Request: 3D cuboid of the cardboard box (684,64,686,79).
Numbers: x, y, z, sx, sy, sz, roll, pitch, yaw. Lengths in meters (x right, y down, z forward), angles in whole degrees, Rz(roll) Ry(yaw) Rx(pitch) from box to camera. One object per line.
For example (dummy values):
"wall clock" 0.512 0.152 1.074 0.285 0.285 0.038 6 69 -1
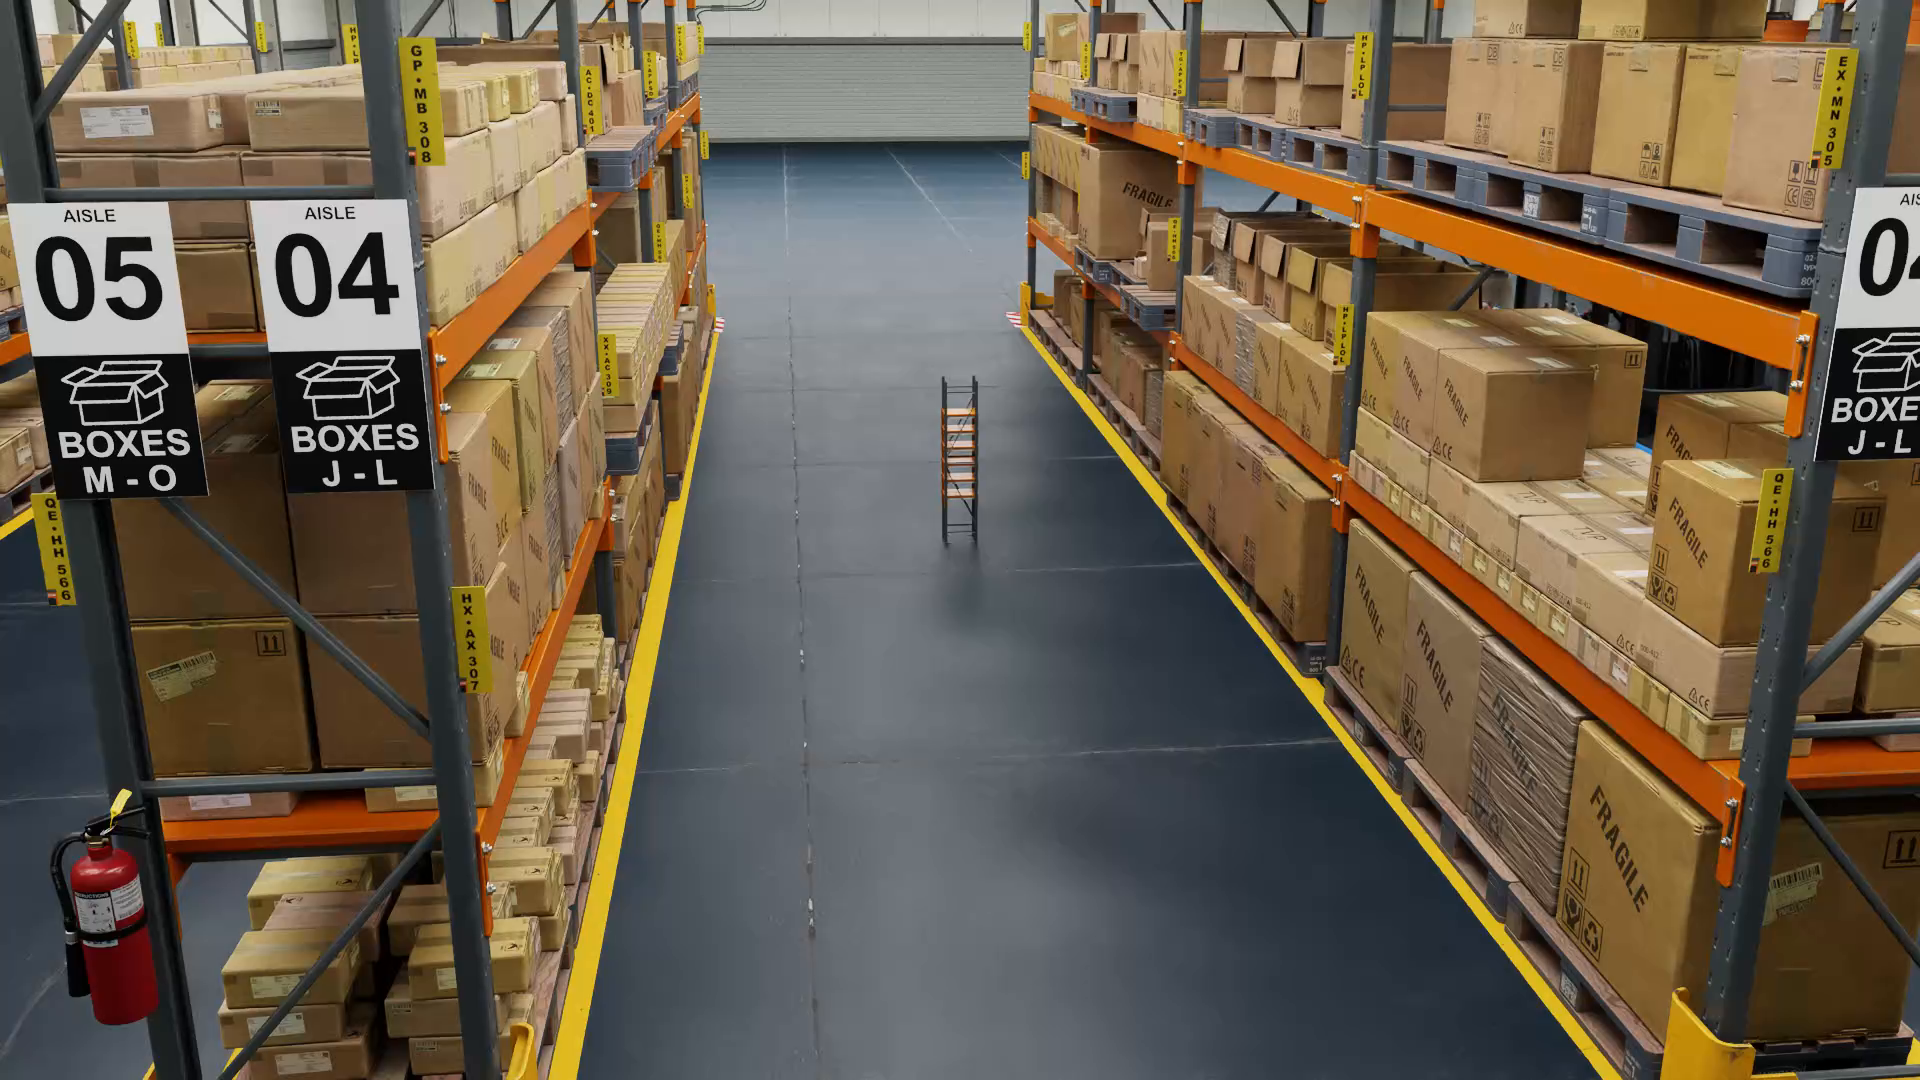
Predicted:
"cardboard box" -2.940 -4.686 16.637 0.380 0.149 0.250 -2 18 -6

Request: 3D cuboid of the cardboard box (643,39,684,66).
"cardboard box" -2.960 -4.760 16.208 0.500 0.250 0.500 -2 18 -5

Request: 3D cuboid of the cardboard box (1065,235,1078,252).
"cardboard box" 1.323 -3.136 17.578 0.380 0.149 0.250 -2 18 -6

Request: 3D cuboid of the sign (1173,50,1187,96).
"sign" 1.629 -3.449 12.284 0.100 0.325 0.005 -2 18 -6

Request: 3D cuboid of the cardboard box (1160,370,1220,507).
"cardboard box" 2.219 -0.768 12.460 1.225 0.875 0.875 -3 18 -8

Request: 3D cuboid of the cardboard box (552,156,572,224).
"cardboard box" -2.004 -1.545 7.333 0.500 0.250 0.500 -2 18 -6

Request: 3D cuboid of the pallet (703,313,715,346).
"pallet" -3.440 -2.481 19.728 1.003 0.211 1.213 -2 18 -6

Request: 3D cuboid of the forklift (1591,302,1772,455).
"forklift" 4.661 -1.250 11.266 1.130 2.935 3.031 -2 18 -7

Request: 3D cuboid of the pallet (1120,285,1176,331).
"pallet" 1.989 -1.905 13.556 1.213 0.211 1.003 -2 18 -6

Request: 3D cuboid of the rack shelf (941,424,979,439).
"rack shelf" -0.001 -0.763 11.953 0.258 0.103 0.180 -2 18 -6

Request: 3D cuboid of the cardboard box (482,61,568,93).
"cardboard box" -2.058 -2.176 7.842 0.380 0.149 0.250 -3 18 -8

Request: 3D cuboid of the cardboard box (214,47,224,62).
"cardboard box" -8.177 -5.234 17.921 0.380 0.149 0.250 -2 18 -5

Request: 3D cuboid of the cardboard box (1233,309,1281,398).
"cardboard box" 2.110 -1.226 10.909 0.500 0.500 0.500 -2 18 -5

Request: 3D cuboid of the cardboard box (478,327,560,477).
"cardboard box" -1.878 -0.547 6.578 0.500 0.500 0.500 -2 18 -7

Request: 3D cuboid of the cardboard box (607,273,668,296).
"cardboard box" -2.218 -1.744 11.448 0.380 0.149 0.250 -1 17 -4

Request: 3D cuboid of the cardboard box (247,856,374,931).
"cardboard box" -2.379 1.296 6.107 0.380 0.149 0.250 -2 18 -7

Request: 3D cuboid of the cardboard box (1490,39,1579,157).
"cardboard box" 2.773 -1.931 7.276 0.700 0.500 0.500 -1 17 -3

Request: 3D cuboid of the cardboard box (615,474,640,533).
"cardboard box" -2.234 -0.225 10.105 0.500 0.250 0.500 -1 17 -4

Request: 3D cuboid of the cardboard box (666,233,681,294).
"cardboard box" -2.764 -2.455 14.823 0.500 0.500 0.500 -2 17 -5

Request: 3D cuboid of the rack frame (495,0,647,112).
"rack frame" -2.775 -4.526 11.571 1.000 3.000 0.127 -2 18 -6

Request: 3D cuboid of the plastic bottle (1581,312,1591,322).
"plastic bottle" 6.869 -2.327 18.269 0.144 0.351 0.185 -2 18 -6

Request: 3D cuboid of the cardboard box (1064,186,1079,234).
"cardboard box" 1.603 -3.600 17.974 0.875 0.500 0.500 -2 18 -6

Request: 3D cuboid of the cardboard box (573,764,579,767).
"cardboard box" -1.955 0.942 7.730 0.380 0.149 0.250 -1 17 -4

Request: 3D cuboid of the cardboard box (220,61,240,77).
"cardboard box" -8.156 -5.071 18.069 0.500 0.250 0.500 -2 18 -6

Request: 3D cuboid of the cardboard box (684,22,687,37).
"cardboard box" -2.994 -5.218 17.003 0.380 0.149 0.250 -2 17 -5

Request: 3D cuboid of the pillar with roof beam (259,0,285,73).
"pillar with roof beam" -12.468 -13.620 40.538 9.100 9.000 0.400 -2 18 -6

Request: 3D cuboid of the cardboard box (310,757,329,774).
"cardboard box" -2.253 0.676 5.436 0.380 0.149 0.250 -2 18 -6

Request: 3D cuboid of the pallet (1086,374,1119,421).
"pallet" 1.838 -1.417 16.337 1.003 0.211 1.213 -2 18 -6

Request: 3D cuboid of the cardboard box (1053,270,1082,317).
"cardboard box" 1.391 -2.992 20.171 0.500 0.500 0.500 1 17 5

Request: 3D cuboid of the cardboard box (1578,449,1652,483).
"cardboard box" 2.996 -0.236 7.675 0.500 0.250 0.500 -1 17 -5

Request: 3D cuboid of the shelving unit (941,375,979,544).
"shelving unit" -0.001 -0.577 12.011 0.258 1.200 0.189 -2 18 -6

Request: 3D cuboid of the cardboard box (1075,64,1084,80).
"cardboard box" 1.387 -4.771 16.943 0.380 0.149 0.250 -3 18 -8

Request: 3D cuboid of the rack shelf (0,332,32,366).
"rack shelf" -7.895 -1.734 13.892 1.077 0.370 4.000 -2 18 -6

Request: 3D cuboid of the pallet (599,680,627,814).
"pallet" -2.258 1.057 8.457 1.003 0.211 1.213 -2 18 -6

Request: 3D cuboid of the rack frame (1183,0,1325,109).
"rack frame" 2.169 -4.649 11.963 1.000 3.000 0.127 -2 18 -6

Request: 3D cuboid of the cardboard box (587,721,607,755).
"cardboard box" -1.948 0.951 8.200 0.380 0.149 0.250 -2 18 -7

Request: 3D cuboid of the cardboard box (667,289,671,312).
"cardboard box" -2.242 -1.674 11.723 0.380 0.149 0.250 -1 17 -4

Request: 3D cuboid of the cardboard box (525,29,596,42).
"cardboard box" -3.233 -3.900 13.549 0.500 0.500 0.500 -2 18 -6

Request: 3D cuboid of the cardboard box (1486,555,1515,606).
"cardboard box" 2.472 0.165 7.064 0.380 0.149 0.250 -1 17 -5

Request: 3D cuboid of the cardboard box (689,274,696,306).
"cardboard box" -3.183 -2.232 17.125 0.875 0.875 0.875 -2 17 -5

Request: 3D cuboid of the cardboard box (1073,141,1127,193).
"cardboard box" 1.436 -3.771 16.848 0.500 0.500 0.500 -2 18 -6

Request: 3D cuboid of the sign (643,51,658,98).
"sign" -2.235 -3.358 11.994 0.100 0.325 0.005 -2 18 -6

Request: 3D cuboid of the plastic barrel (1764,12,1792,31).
"plastic barrel" 7.086 -4.268 14.918 0.600 0.901 0.708 -2 18 -6

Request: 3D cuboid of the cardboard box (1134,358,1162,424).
"cardboard box" 1.944 -1.337 14.867 0.700 0.500 0.500 0 17 -1

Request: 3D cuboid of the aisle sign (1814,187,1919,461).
"aisle sign" 2.703 -0.613 4.783 0.394 0.787 0.004 -2 18 -6

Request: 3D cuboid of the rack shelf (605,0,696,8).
"rack shelf" -3.394 -5.780 17.433 1.077 0.370 4.000 -2 18 -6

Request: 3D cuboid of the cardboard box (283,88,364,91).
"cardboard box" -1.766 -1.249 4.889 0.380 0.149 0.250 -1 17 -3

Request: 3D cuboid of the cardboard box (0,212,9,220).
"cardboard box" -7.627 -2.325 13.211 0.500 0.500 0.500 -1 17 -5

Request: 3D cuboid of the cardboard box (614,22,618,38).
"cardboard box" -3.594 -5.045 16.450 0.380 0.149 0.250 -2 18 -6

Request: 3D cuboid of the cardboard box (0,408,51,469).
"cardboard box" -7.821 -0.816 13.454 0.950 0.372 0.625 -2 18 -7

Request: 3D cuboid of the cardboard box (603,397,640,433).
"cardboard box" -1.946 -0.684 9.067 0.380 0.149 0.250 -3 18 -8

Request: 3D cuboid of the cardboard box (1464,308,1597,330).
"cardboard box" 2.895 -0.895 8.521 0.500 0.500 0.500 -1 17 -4

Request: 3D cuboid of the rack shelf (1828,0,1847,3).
"rack shelf" 7.301 -3.672 10.720 1.077 0.370 4.000 -2 18 -6

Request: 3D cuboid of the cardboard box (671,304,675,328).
"cardboard box" -2.267 -1.612 12.021 0.380 0.149 0.250 -1 17 -5

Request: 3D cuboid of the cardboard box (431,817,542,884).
"cardboard box" -1.821 1.200 6.412 0.380 0.149 0.250 -3 18 -8
